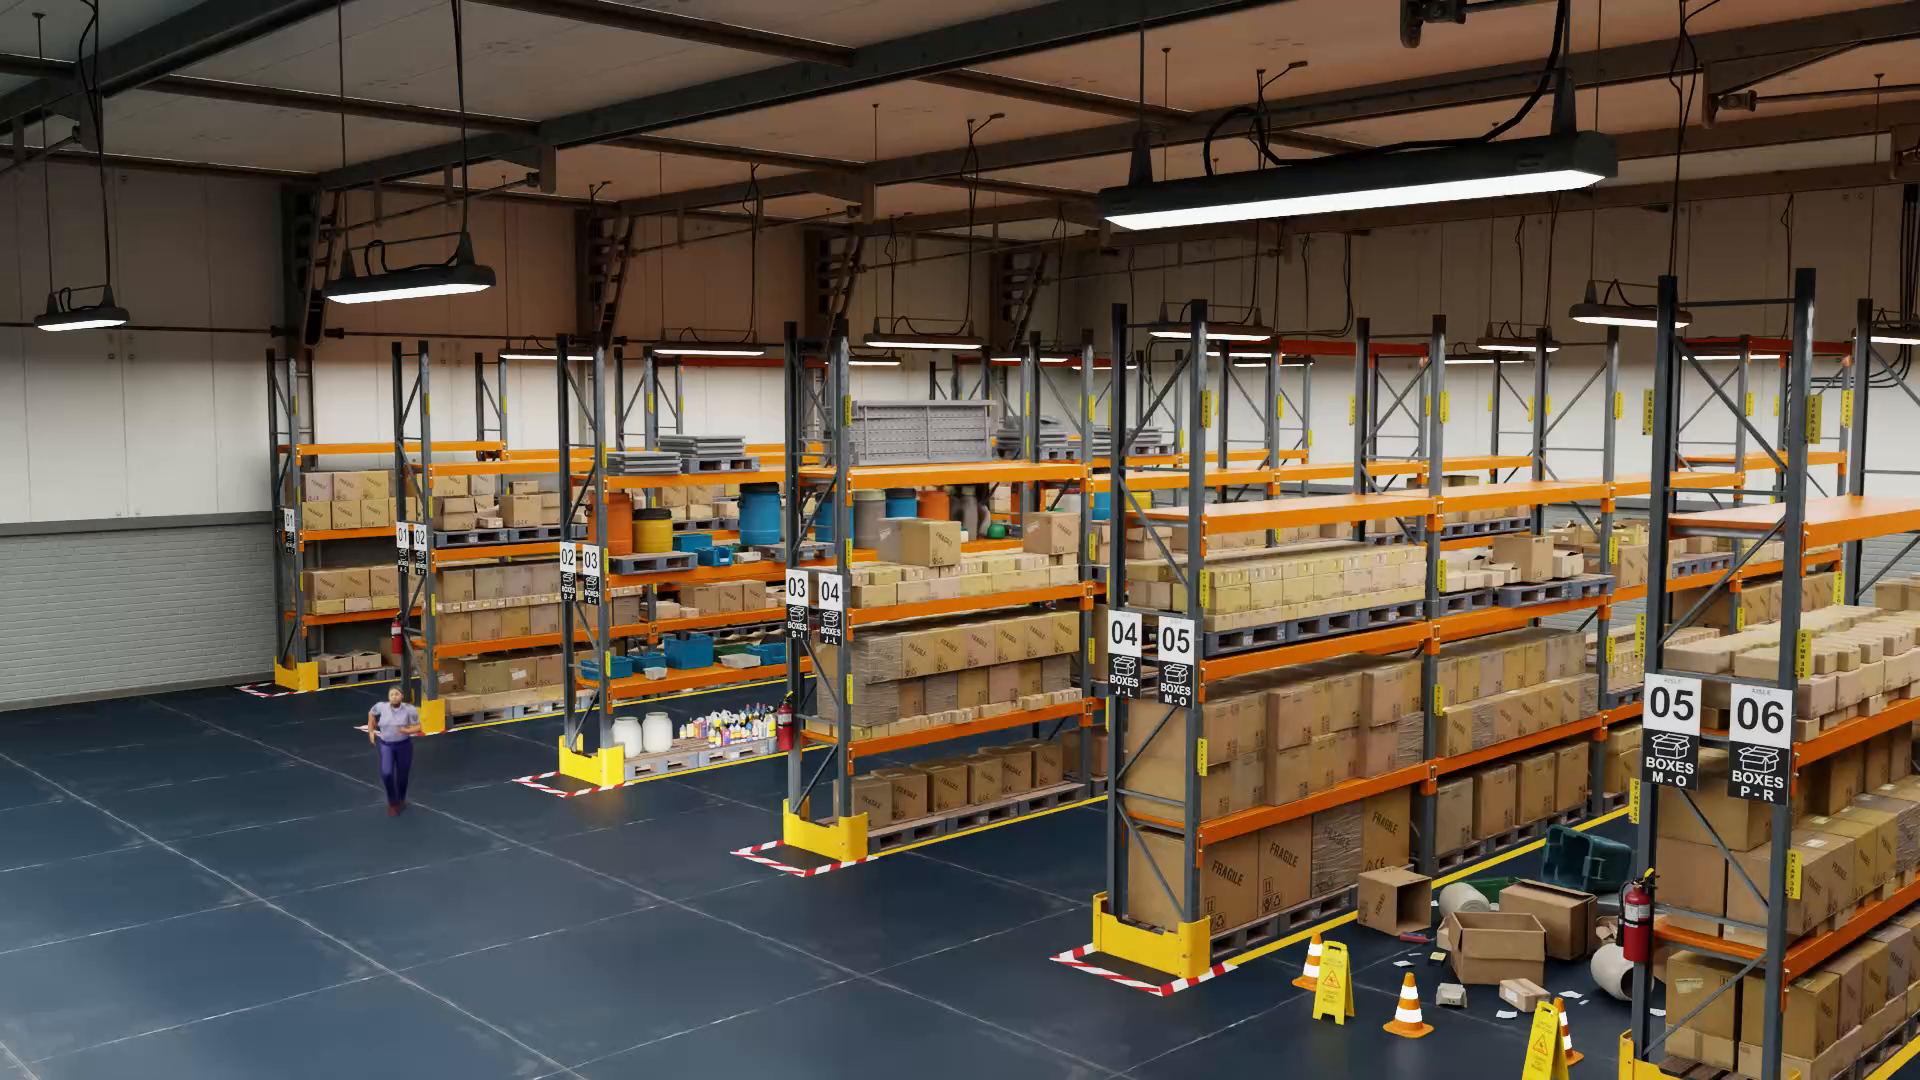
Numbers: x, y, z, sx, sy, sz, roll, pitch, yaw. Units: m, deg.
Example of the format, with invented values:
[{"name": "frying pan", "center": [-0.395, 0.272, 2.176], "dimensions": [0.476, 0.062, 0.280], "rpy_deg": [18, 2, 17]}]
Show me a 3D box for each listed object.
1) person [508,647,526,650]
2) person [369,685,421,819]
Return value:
[{"name": "person", "center": [-7.792, 1.830, 29.359], "dimensions": [0.530, 1.640, 0.724], "rpy_deg": [4, 6, 37]}, {"name": "person", "center": [-6.938, 2.590, 20.437], "dimensions": [0.630, 1.632, 0.796], "rpy_deg": [-1, 5, -14]}]
